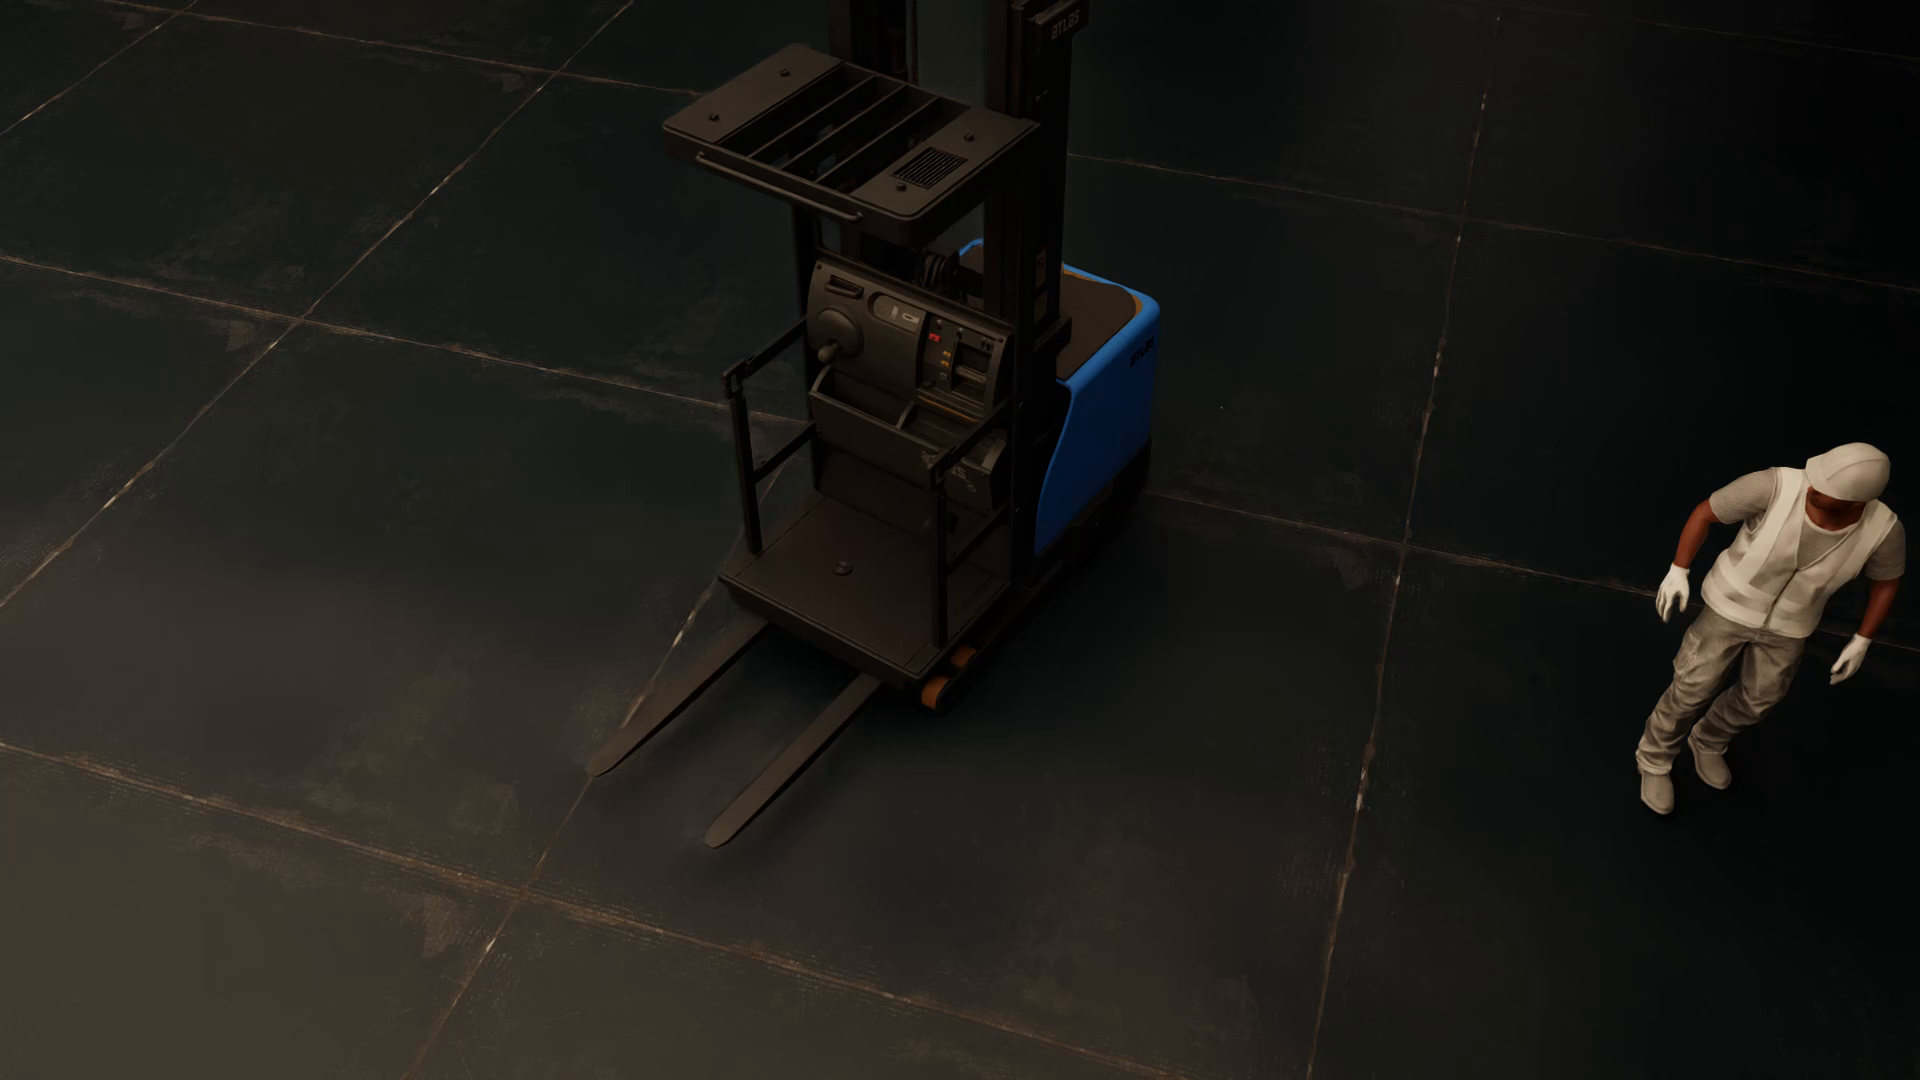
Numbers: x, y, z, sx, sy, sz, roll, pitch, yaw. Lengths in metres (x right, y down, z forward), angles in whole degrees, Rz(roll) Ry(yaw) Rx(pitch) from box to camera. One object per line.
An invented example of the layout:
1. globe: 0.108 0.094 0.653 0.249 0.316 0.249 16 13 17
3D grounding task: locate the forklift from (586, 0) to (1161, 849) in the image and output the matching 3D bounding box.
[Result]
1. forklift: -0.339 -0.723 6.466 1.130 2.935 3.031 25 49 25

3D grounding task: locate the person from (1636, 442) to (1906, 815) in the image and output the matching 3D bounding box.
1. person: 3.002 0.327 6.198 0.785 1.760 0.521 10 44 11
